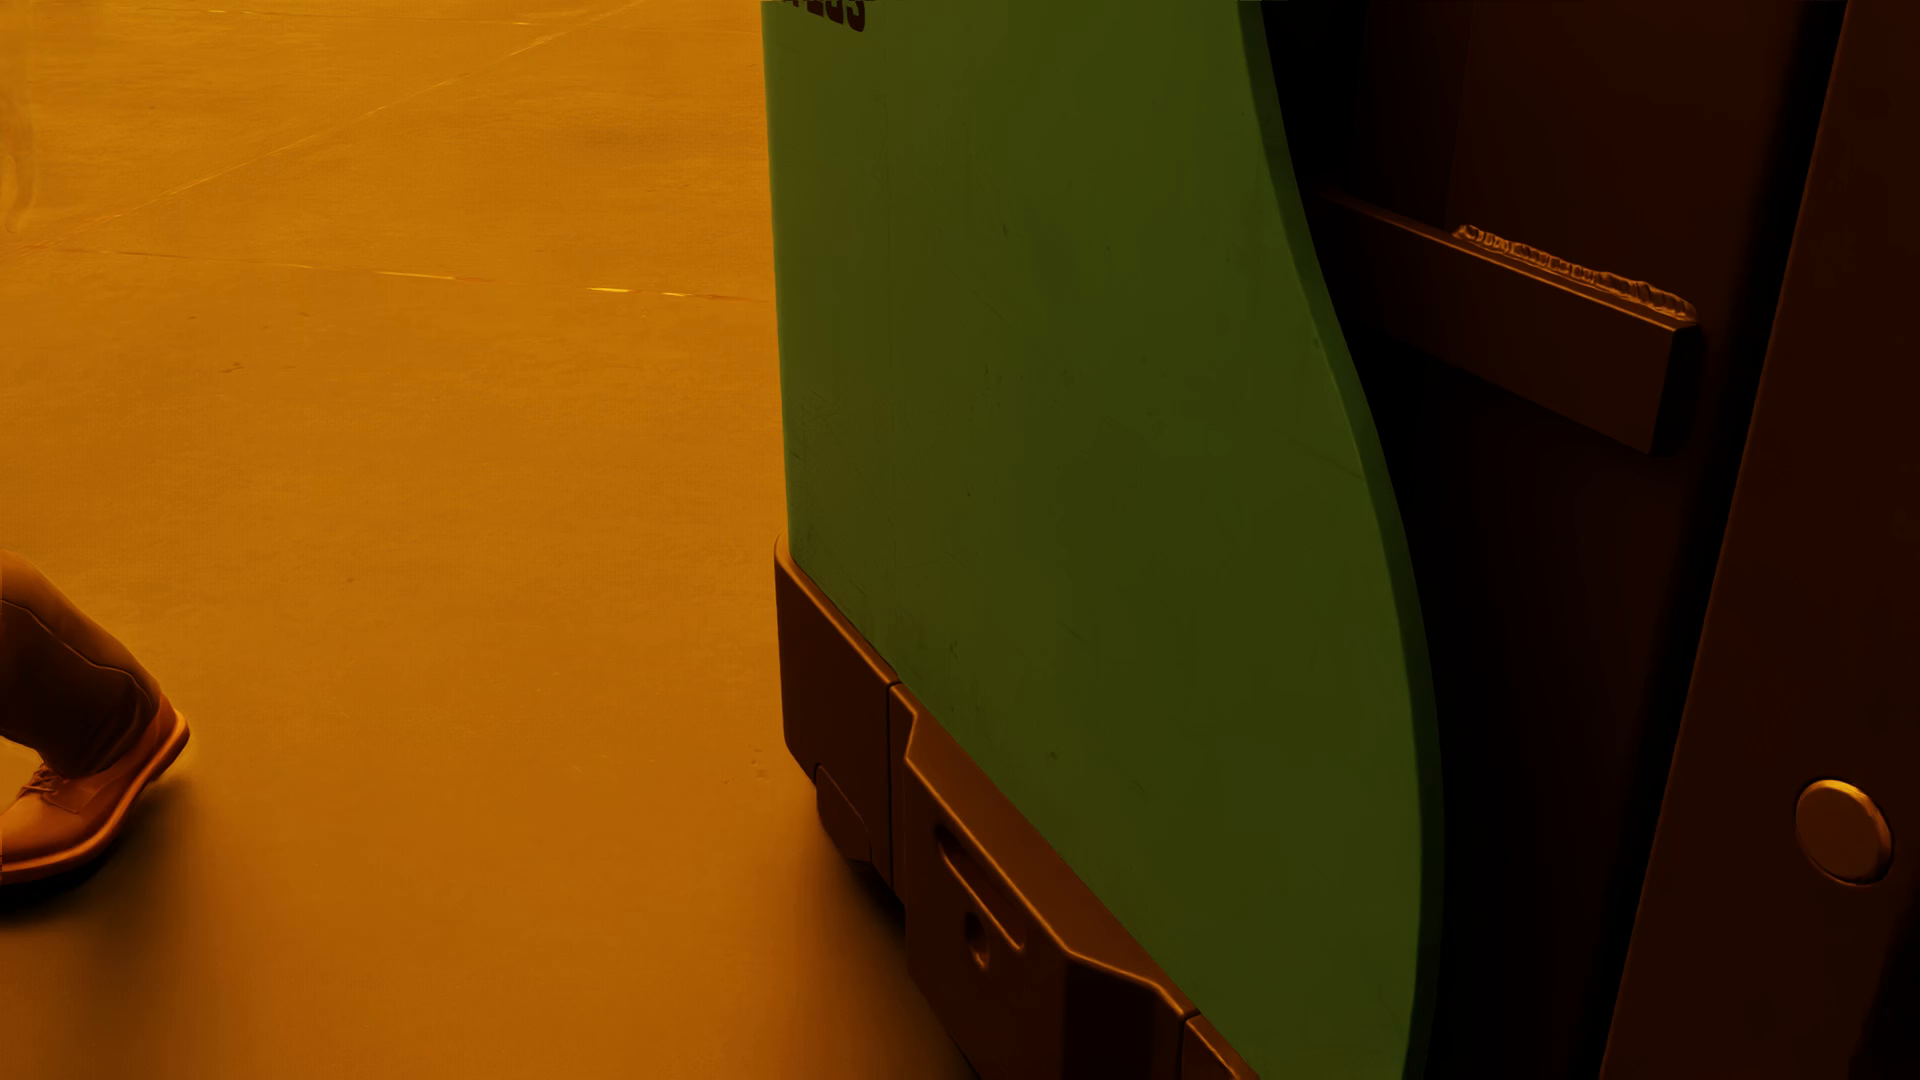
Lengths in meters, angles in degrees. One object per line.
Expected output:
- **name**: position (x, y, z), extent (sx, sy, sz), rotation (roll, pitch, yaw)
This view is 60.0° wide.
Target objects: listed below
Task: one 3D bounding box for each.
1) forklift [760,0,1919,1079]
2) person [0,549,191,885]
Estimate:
- **forklift**: position (0.915, -0.546, 0.329), extent (1.130, 2.935, 3.031), rotation (-13, 29, -24)
- **person**: position (-1.256, -0.237, 1.416), extent (0.941, 1.567, 0.517), rotation (-5, 27, -9)
